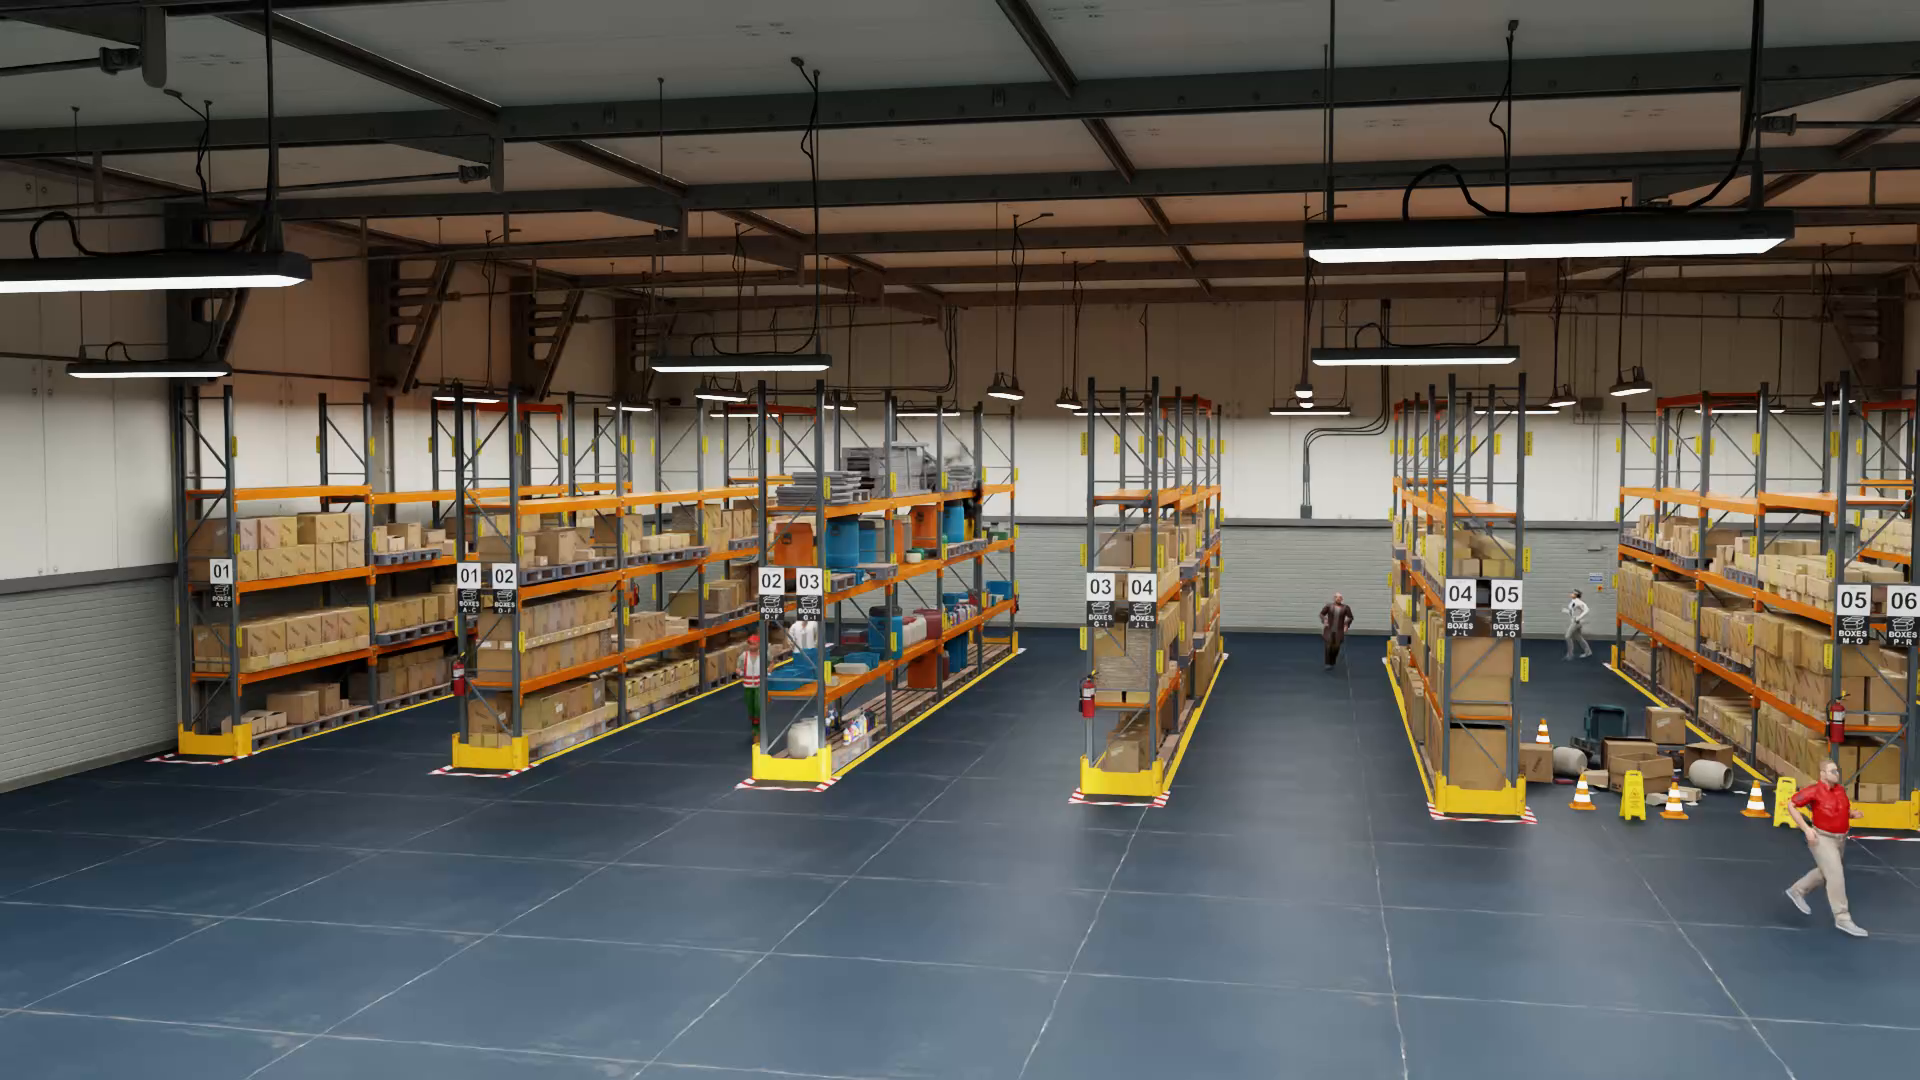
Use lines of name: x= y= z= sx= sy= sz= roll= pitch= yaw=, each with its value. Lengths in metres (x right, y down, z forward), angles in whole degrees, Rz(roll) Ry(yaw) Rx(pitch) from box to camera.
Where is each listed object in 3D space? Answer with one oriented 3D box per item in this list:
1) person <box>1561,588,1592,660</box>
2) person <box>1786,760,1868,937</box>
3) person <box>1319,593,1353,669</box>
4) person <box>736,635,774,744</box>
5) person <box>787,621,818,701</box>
person: x=14.479 y=1.987 z=39.012 sx=0.741 sy=1.744 sz=0.585 roll=1 pitch=3 yaw=12
person: x=9.019 y=3.148 z=17.293 sx=0.662 sy=1.719 sz=0.986 roll=-2 pitch=4 yaw=-31
person: x=8.466 y=2.051 z=37.482 sx=0.757 sy=1.720 sz=0.680 roll=1 pitch=3 yaw=15
person: x=-3.503 y=2.518 z=28.359 sx=0.613 sy=1.823 sz=0.894 roll=0 pitch=3 yaw=4
person: x=-3.087 y=2.274 z=33.050 sx=0.709 sy=1.762 sz=0.945 roll=0 pitch=3 yaw=-3
